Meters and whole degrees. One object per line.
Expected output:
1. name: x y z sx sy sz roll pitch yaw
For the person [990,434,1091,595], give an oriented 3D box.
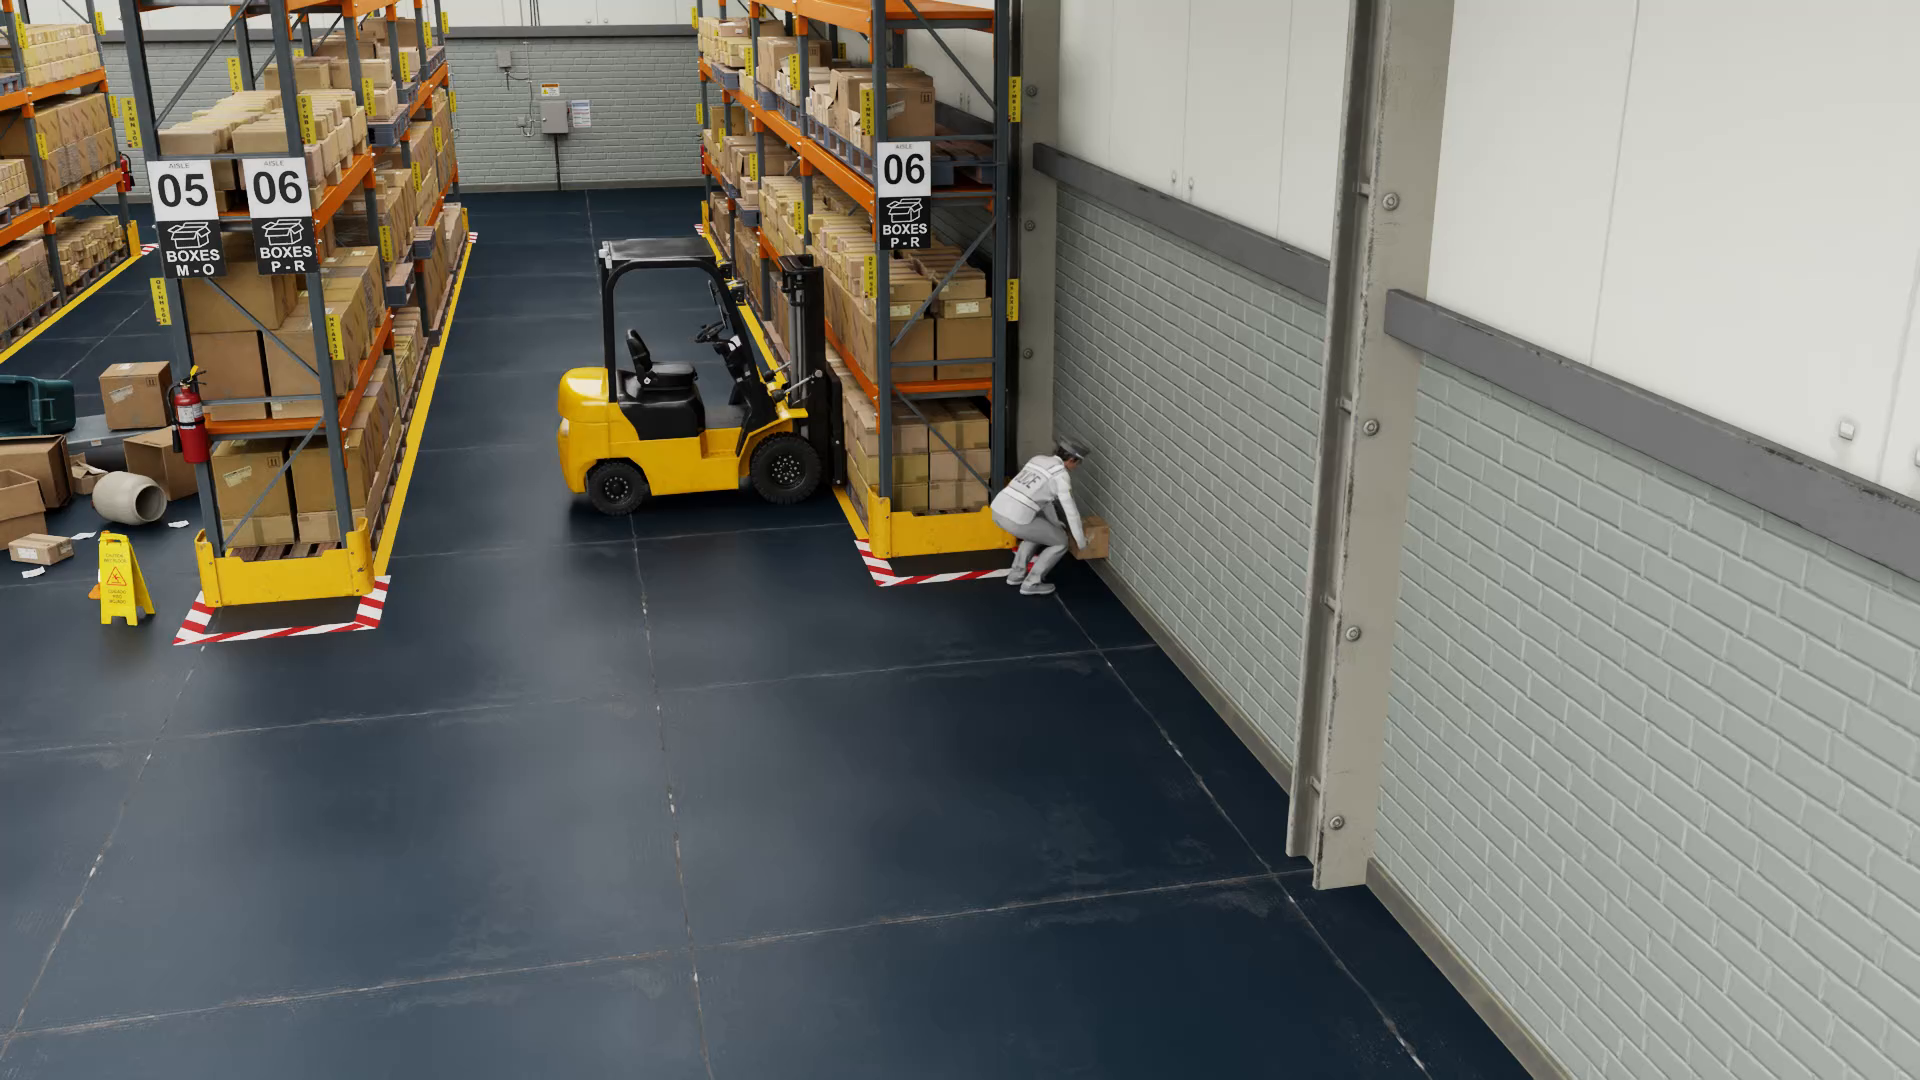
1. person: 0.604 -0.200 12.413 0.802 1.139 0.515 -9 22 -23
